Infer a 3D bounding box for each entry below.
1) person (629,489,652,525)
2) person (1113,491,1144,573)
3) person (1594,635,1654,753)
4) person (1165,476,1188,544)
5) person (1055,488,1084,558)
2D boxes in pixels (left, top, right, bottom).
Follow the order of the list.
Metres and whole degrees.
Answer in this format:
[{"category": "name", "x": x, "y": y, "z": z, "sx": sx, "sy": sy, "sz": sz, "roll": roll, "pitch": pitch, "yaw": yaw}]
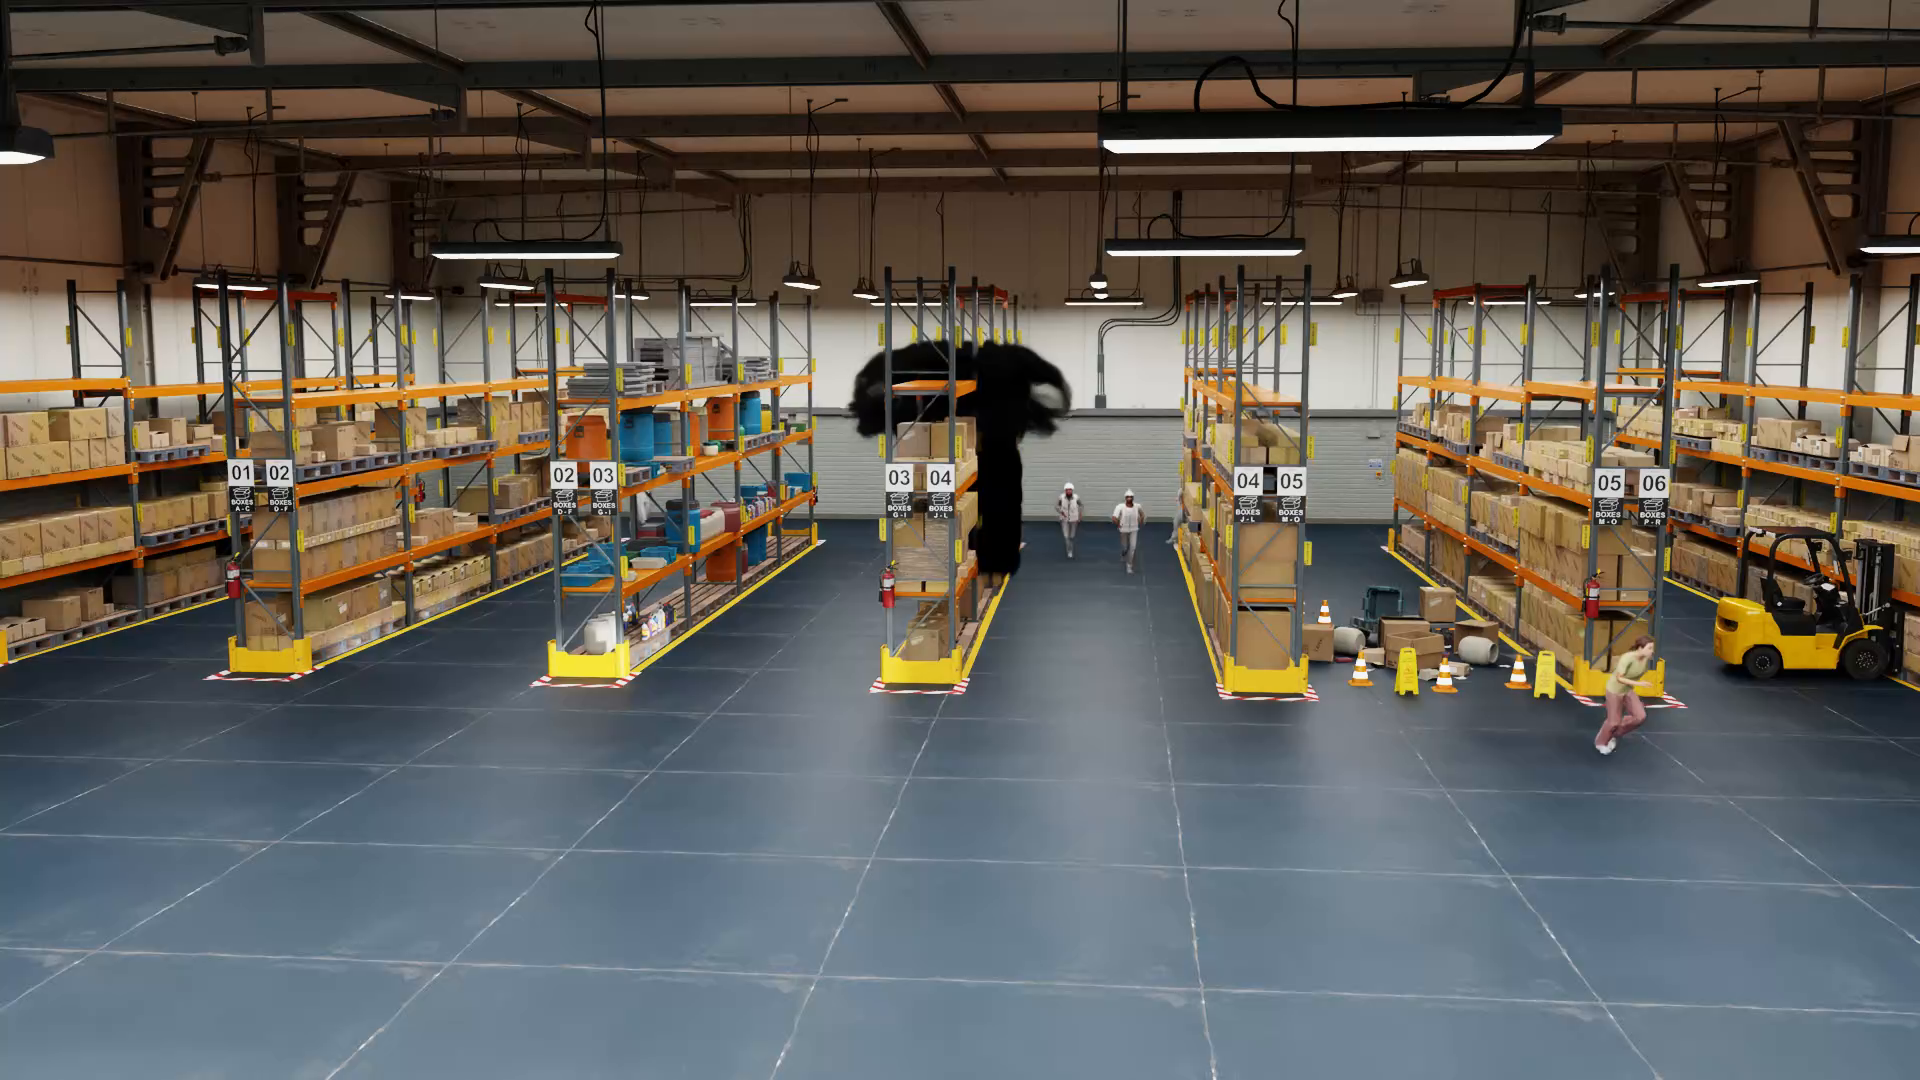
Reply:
[{"category": "person", "x": -8.154, "y": -0.999, "z": 42.438, "sx": 0.624, "sy": 1.572, "sz": 0.638, "roll": -6, "pitch": 9, "yaw": -43}, {"category": "person", "x": 3.636, "y": -0.187, "z": 35.808, "sx": 0.709, "sy": 1.765, "sz": 0.824, "roll": 0, "pitch": 7, "yaw": -2}, {"category": "person", "x": 7.990, "y": 1.847, "z": 19.885, "sx": 0.608, "sy": 1.509, "sz": 0.834, "roll": -4, "pitch": 8, "yaw": -29}, {"category": "person", "x": 5.443, "y": -0.786, "z": 40.496, "sx": 0.876, "sy": 1.782, "sz": 0.738, "roll": 0, "pitch": 7, "yaw": 4}, {"category": "person", "x": 2.501, "y": -0.437, "z": 38.092, "sx": 0.647, "sy": 1.668, "sz": 0.745, "roll": 1, "pitch": 7, "yaw": 6}]
